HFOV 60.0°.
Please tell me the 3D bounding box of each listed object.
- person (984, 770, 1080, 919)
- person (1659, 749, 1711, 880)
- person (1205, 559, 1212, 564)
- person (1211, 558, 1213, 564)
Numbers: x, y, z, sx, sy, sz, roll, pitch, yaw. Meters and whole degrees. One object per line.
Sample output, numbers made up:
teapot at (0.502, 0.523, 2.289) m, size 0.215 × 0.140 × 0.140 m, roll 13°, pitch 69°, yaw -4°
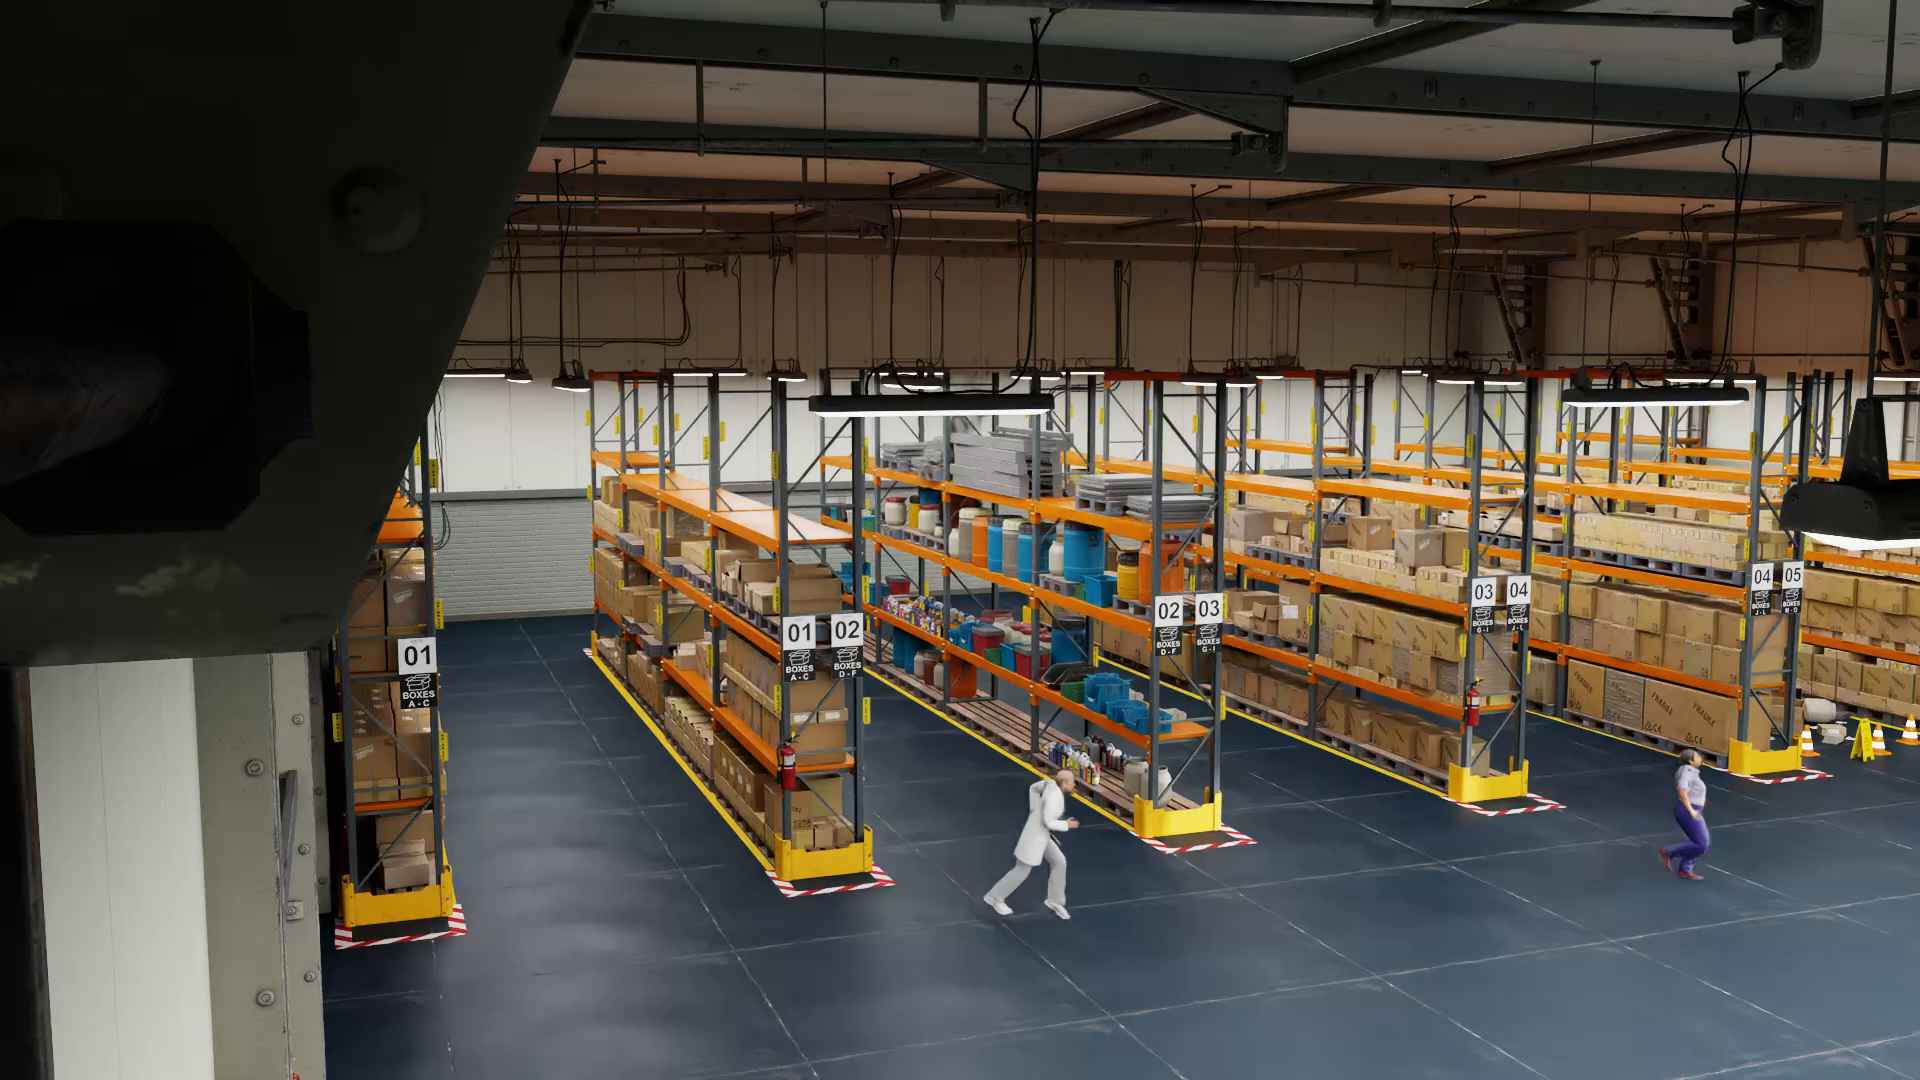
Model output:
person at (0.804, 3.436, 18.713) m, size 1.073 × 1.743 × 0.751 m, roll 0°, pitch 6°, yaw 2°
person at (8.758, 3.315, 20.066) m, size 0.577 × 1.601 × 0.608 m, roll 2°, pitch 7°, yaw 15°
person at (5.718, 1.258, 37.953) m, size 0.687 × 1.678 × 0.742 m, roll -1°, pitch 6°, yaw -10°
person at (6.397, 0.877, 41.554) m, size 0.623 × 1.652 × 0.789 m, roll -1°, pitch 6°, yaw -9°
